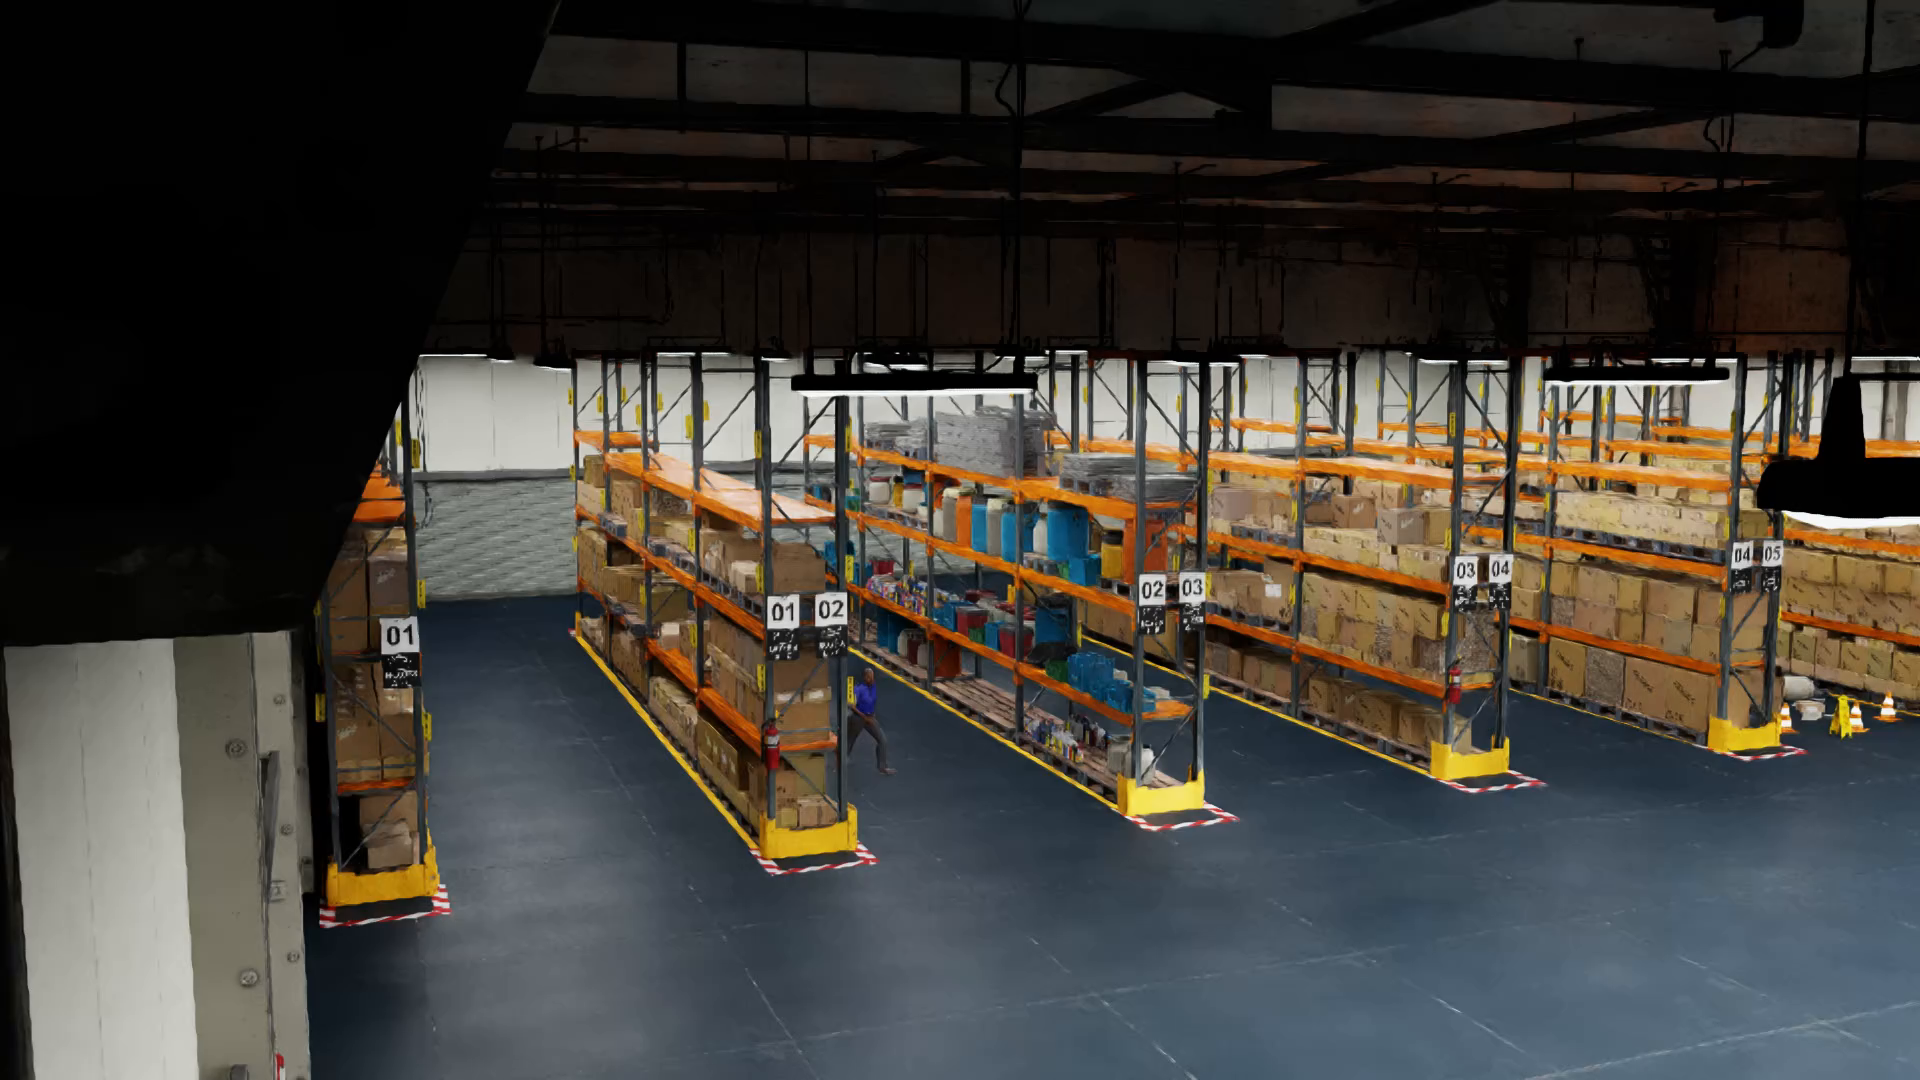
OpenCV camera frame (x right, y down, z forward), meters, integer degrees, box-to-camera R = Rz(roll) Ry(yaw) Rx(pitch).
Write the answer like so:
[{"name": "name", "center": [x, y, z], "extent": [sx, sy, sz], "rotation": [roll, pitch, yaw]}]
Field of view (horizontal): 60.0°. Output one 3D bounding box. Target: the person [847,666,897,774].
[{"name": "person", "center": [-1.375, 2.581, 23.879], "extent": [0.625, 1.575, 0.815], "rotation": [-6, 9, -39]}]

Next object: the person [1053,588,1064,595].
[{"name": "person", "center": [1.853, 1.666, 30.524], "extent": [0.569, 1.761, 0.447], "rotation": [7, 10, 43]}]
